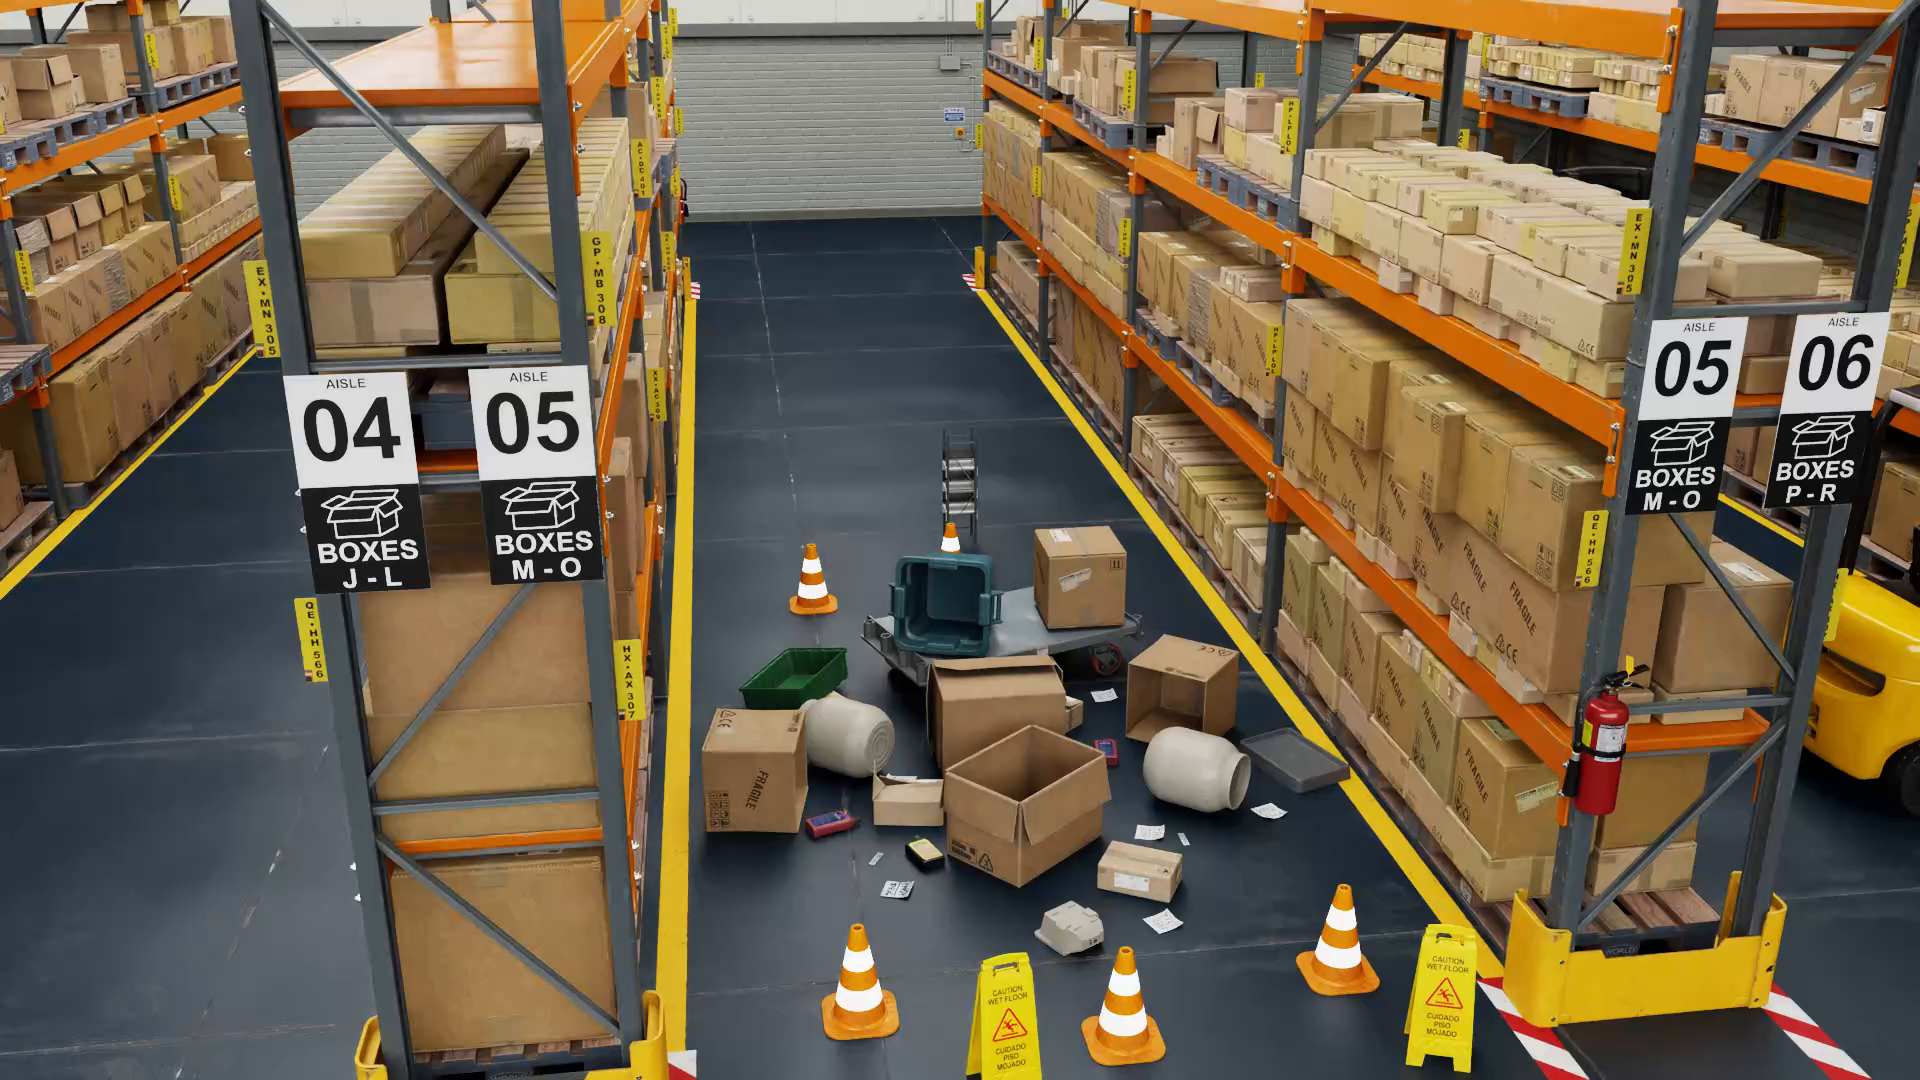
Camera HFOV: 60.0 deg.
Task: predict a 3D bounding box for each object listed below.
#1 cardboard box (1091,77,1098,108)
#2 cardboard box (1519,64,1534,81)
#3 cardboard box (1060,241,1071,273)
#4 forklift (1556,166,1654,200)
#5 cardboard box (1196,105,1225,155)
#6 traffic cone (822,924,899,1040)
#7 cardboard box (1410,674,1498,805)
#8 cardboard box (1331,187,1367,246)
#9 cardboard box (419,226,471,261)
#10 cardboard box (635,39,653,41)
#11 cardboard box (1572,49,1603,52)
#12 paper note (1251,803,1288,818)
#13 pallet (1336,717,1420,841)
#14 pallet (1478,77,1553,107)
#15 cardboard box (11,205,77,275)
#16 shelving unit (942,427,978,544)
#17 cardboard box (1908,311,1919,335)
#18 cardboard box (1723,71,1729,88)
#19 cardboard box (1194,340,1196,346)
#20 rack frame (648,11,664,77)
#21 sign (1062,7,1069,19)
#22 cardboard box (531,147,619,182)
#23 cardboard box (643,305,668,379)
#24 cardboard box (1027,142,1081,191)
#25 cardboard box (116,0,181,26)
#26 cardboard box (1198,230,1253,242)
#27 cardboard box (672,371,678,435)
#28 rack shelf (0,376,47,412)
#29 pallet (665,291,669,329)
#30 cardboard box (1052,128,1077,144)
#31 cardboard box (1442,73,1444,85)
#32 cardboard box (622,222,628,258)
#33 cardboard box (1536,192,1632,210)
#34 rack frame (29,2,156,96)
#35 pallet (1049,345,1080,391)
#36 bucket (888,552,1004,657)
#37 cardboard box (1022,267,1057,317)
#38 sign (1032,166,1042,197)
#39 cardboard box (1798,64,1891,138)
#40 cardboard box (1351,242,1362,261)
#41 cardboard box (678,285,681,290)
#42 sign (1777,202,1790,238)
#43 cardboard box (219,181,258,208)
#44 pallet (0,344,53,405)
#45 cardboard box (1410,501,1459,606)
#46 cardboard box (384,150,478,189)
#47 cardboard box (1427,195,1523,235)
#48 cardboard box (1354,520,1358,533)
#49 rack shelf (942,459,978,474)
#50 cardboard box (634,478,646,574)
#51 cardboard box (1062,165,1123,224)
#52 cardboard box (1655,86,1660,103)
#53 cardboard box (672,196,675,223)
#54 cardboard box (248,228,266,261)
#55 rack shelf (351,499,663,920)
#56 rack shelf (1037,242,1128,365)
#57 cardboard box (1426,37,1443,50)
[{"bbox_3d":[1.408,-4.062,15.110,0.396,0.266,0.258,-3,21,-9],"label":"cardboard box"},{"bbox_3d":[6.025,-4.842,17.222,0.380,0.149,0.250,-3,21,-7],"label":"cardboard box"},{"bbox_3d":[1.313,-2.856,16.789,0.500,0.250,0.500,-3,21,-8],"label":"cardboard box"},{"bbox_3d":[4.733,-1.127,12.043,1.130,2.935,3.031,-3,21,-8],"label":"forklift"},{"bbox_3d":[2.201,-2.991,12.502,0.797,0.503,0.637,-3,21,-8],"label":"cardboard box"},{"bbox_3d":[-0.449,1.924,7.405,0.336,0.463,0.334,-3,21,-8],"label":"traffic cone"},{"bbox_3d":[2.654,1.001,8.506,0.500,0.500,0.500,-2,21,-6],"label":"cardboard box"},{"bbox_3d":[2.405,-1.809,9.275,0.500,0.250,0.500,-3,21,-8],"label":"cardboard box"},{"bbox_3d":[-2.196,-1.056,6.515,0.500,0.250,0.500,-3,21,-8],"label":"cardboard box"},{"bbox_3d":[-3.316,-5.129,17.304,0.380,0.149,0.250,-4,21,-10],"label":"cardboard box"},{"bbox_3d":[6.579,-5.008,17.241,0.380,0.149,0.250,-2,21,-6],"label":"cardboard box"},{"bbox_3d":[1.708,1.493,9.176,0.142,0.019,0.148,-11,23,-26],"label":"paper note"},{"bbox_3d":[2.840,1.281,9.484,1.003,0.211,1.213,-3,21,-8],"label":"pallet"},{"bbox_3d":[6.312,-4.788,17.731,1.213,0.211,1.003,-3,21,-8],"label":"pallet"},{"bbox_3d":[-8.034,-2.561,14.208,0.797,0.503,0.637,-2,21,-6],"label":"cardboard box"},{"bbox_3d":[-0.001,-0.424,13.066,0.258,0.900,0.210,-3,21,-8],"label":"shelving unit"},{"bbox_3d":[7.133,-1.564,12.047,0.380,0.149,0.250,-3,21,-8],"label":"cardboard box"},{"bbox_3d":[7.085,-4.118,14.887,0.380,0.149,0.250,-4,21,-10],"label":"cardboard box"},{"bbox_3d":[2.027,-1.553,12.845,0.380,0.149,0.250,-2,21,-6],"label":"cardboard box"},{"bbox_3d":[-3.508,-5.975,16.351,1.000,3.000,0.127,-3,21,-8],"label":"rack frame"},{"bbox_3d":[1.339,-6.639,21.265,0.100,0.325,0.005,-3,21,-8],"label":"sign"},{"bbox_3d":[-1.805,-1.751,7.807,0.380,0.149,0.250,-3,21,-8],"label":"cardboard box"},{"bbox_3d":[-2.530,-1.511,12.831,0.500,0.500,0.500,-3,21,-8],"label":"cardboard box"},{"bbox_3d":[1.035,-4.113,18.371,0.500,0.500,0.500,-3,21,-8],"label":"cardboard box"},{"bbox_3d":[-8.726,-5.681,17.894,0.500,0.250,0.500,-4,21,-9],"label":"cardboard box"},{"bbox_3d":[2.293,-2.303,13.928,0.500,0.500,0.500,-4,21,-9],"label":"cardboard box"},{"bbox_3d":[-2.856,-1.237,15.212,0.500,0.500,0.500,-3,21,-7],"label":"cardboard box"},{"bbox_3d":[-7.565,-0.535,11.388,1.077,0.370,4.000,-3,21,-8],"label":"rack shelf"},{"bbox_3d":[-3.139,-1.931,14.373,1.213,0.211,1.003,-3,21,-8],"label":"pallet"},{"bbox_3d":[1.086,-4.455,18.359,0.380,0.149,0.250,-2,21,-6],"label":"cardboard box"},{"bbox_3d":[5.850,-5.361,19.355,0.380,0.149,0.250,-3,21,-8],"label":"cardboard box"},{"bbox_3d":[-1.839,-1.464,8.177,0.380,0.149,0.250,-3,21,-7],"label":"cardboard box"},{"bbox_3d":[3.068,-1.617,8.190,0.380,0.149,0.250,-2,21,-7],"label":"cardboard box"},{"bbox_3d":[-8.430,-5.759,15.775,1.000,3.000,0.127,-3,21,-8],"label":"rack frame"},{"bbox_3d":[1.562,-1.879,17.946,1.003,0.211,1.213,-3,21,-8],"label":"pallet"},{"bbox_3d":[-0.053,0.358,10.477,0.726,0.611,0.620,4,11,11],"label":"bucket"},{"bbox_3d":[1.262,-2.978,19.964,0.875,0.438,0.875,-4,21,-9],"label":"cardboard box"},{"bbox_3d":[0.827,-3.863,17.921,0.100,0.325,0.005,-3,21,-8],"label":"sign"},{"bbox_3d":[6.874,-3.396,12.847,0.500,0.500,0.500,-2,21,-6],"label":"cardboard box"},{"bbox_3d":[2.459,-1.672,9.479,0.380,0.149,0.250,-3,21,-8],"label":"cardboard box"},{"bbox_3d":[-3.562,-3.023,20.072,0.380,0.149,0.250,-3,21,-7],"label":"cardboard box"},{"bbox_3d":[7.413,-2.887,15.004,0.100,0.325,0.005,-3,21,-8],"label":"sign"},{"bbox_3d":[-8.602,-4.073,19.623,0.500,0.250,0.500,-3,21,-9],"label":"cardboard box"},{"bbox_3d":[-7.646,-1.233,12.504,1.213,0.211,1.003,-3,21,-8],"label":"pallet"},{"bbox_3d":[2.619,-0.001,8.364,0.500,0.500,0.500,-3,21,-8],"label":"cardboard box"},{"bbox_3d":[-2.454,-1.715,7.710,0.380,0.149,0.250,-3,21,-8],"label":"cardboard box"},{"bbox_3d":[2.511,-1.587,8.109,0.380,0.149,0.250,-2,21,-6],"label":"cardboard box"},{"bbox_3d":[2.484,-0.083,9.509,0.380,0.149,0.250,-3,21,-8],"label":"cardboard box"},{"bbox_3d":[-0.001,-0.562,13.015,0.258,0.077,0.200,-3,21,-8],"label":"rack shelf"},{"bbox_3d":[-2.188,-0.148,9.111,0.875,0.550,0.550,-3,21,-8],"label":"cardboard box"},{"bbox_3d":[1.326,-3.449,16.591,0.500,0.500,0.500,-3,21,-9],"label":"cardboard box"},{"bbox_3d":[6.557,-4.039,15.099,0.380,0.149,0.250,-3,21,-9],"label":"cardboard box"},{"bbox_3d":[-3.408,-3.705,18.282,0.500,0.500,0.500,-3,21,-8],"label":"cardboard box"},{"bbox_3d":[-8.836,-3.318,20.249,0.875,0.875,0.875,-3,21,-8],"label":"cardboard box"},{"bbox_3d":[-2.066,0.635,8.257,1.077,0.370,4.000,-3,21,-8],"label":"rack shelf"},{"bbox_3d":[1.664,-2.419,16.435,1.077,0.370,4.000,-3,21,-8],"label":"rack shelf"},{"bbox_3d":[5.830,-5.923,19.574,0.500,0.250,0.500,-3,21,-7],"label":"cardboard box"}]
